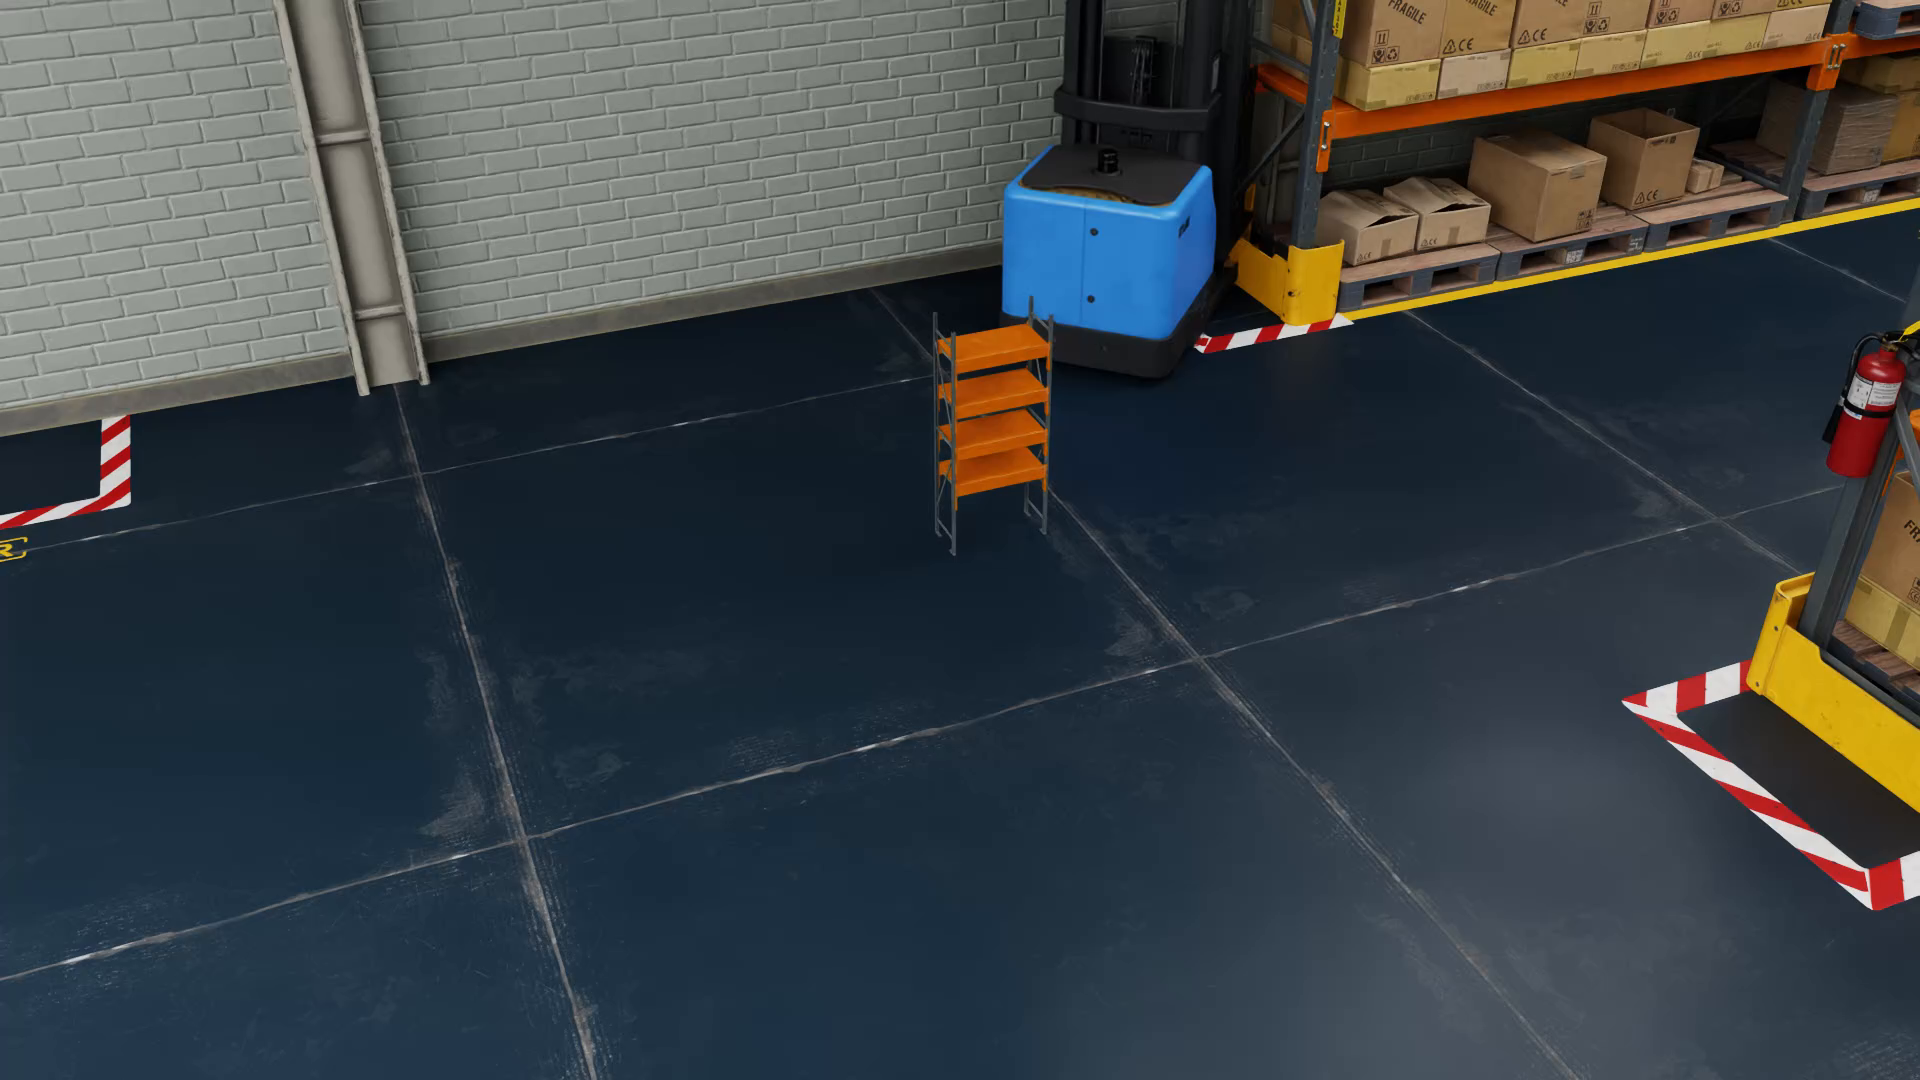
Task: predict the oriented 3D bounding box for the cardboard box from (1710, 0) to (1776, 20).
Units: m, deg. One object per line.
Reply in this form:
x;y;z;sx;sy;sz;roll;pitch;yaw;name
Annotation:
4.824;-3.625;10.502;0.500;0.500;0.500;-13;35;-19;cardboard box

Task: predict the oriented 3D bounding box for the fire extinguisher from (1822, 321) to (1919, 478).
3.542;-0.570;6.446;0.183;0.674;0.296;-13;35;-19;fire extinguisher

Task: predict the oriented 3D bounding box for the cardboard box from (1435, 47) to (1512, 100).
2.956;-2.890;10.060;0.500;0.250;0.500;-14;36;-20;cardboard box

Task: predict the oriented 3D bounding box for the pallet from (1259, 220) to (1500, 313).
2.743;-1.885;10.953;1.213;0.211;1.003;-13;35;-19;pallet

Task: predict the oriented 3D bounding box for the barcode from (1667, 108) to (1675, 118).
5.007;-3.006;11.715;0.075;0.075;0.001;-13;35;-19;barcode

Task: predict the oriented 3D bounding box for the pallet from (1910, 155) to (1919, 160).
7.442;-2.984;12.643;1.213;0.211;1.003;-13;35;-19;pallet

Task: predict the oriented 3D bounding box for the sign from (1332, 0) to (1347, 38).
2.120;-2.974;9.277;0.005;0.325;0.100;-13;35;-19;sign

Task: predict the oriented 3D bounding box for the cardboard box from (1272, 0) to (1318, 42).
2.262;-3.350;10.080;0.500;0.500;0.500;-13;35;-19;cardboard box

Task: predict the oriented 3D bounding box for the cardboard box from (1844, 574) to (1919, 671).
4.211;0.321;7.142;0.500;0.250;0.500;-13;35;-19;cardboard box

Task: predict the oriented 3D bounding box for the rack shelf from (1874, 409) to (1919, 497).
5.675;-0.514;6.950;4.000;0.370;1.077;-13;35;-19;rack shelf

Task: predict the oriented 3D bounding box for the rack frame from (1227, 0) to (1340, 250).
1.910;-2.884;9.932;0.127;3.000;1.000;-13;35;-19;rack frame

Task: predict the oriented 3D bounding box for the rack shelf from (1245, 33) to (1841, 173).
3.754;-3.005;10.777;4.000;0.370;1.077;-13;35;-19;rack shelf

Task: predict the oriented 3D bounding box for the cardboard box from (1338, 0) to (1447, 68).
2.466;-3.093;9.685;0.500;0.500;0.500;-13;35;-19;cardboard box

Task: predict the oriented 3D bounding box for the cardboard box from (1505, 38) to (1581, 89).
3.428;-2.994;10.221;0.500;0.250;0.500;-13;35;-20;cardboard box

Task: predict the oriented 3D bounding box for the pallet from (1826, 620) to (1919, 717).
4.520;0.593;7.146;1.213;0.211;1.003;-13;35;-19;pallet

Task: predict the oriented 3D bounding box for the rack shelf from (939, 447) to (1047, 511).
0.153;-0.315;8.121;0.480;0.148;0.258;-13;35;-19;rack shelf

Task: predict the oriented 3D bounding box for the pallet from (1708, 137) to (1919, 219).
6.315;-2.725;12.244;1.213;0.211;1.003;-13;35;-19;pallet

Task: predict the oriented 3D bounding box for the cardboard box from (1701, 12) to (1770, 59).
4.816;-3.320;10.722;0.500;0.250;0.500;-13;35;-19;cardboard box

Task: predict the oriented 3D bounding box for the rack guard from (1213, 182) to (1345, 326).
1.980;-1.852;10.638;0.348;0.500;1.175;-13;35;-19;rack guard

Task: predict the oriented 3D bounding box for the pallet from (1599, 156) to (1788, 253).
4.993;-2.400;11.745;1.213;0.211;1.003;-13;35;-19;pallet

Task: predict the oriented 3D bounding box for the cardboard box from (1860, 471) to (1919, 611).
4.210;0.006;6.940;0.500;0.500;0.500;-13;35;-19;cardboard box

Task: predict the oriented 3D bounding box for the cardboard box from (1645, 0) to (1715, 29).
4.355;-3.524;10.347;0.500;0.500;0.500;-14;36;-20;cardboard box

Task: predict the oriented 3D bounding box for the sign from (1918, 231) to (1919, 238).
3.634;-1.254;6.148;0.005;0.325;0.100;-13;35;-19;sign

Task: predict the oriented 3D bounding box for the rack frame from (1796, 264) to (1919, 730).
3.831;-0.394;6.105;0.127;3.000;1.000;-13;35;-19;rack frame

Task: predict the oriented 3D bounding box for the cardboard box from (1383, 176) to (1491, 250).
3.108;-2.162;10.885;0.500;0.311;0.500;-10;34;-15;cardboard box

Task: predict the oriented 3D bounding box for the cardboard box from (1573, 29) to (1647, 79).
3.895;-3.100;10.383;0.500;0.250;0.500;-13;35;-19;cardboard box

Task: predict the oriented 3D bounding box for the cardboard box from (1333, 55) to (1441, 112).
2.483;-2.773;9.880;0.500;0.250;0.500;-14;36;-20;cardboard box

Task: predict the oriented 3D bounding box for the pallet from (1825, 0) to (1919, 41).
6.359;-3.736;11.418;1.213;0.211;1.003;-13;35;-19;pallet

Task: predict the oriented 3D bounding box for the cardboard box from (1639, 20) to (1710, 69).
4.358;-3.207;10.547;0.500;0.250;0.500;-13;35;-19;cardboard box

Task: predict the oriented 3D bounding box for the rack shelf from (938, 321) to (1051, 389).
0.153;-0.867;7.762;0.480;0.148;0.258;-13;35;-19;rack shelf

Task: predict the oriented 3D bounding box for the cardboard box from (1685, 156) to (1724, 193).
5.116;-2.597;11.686;0.250;0.166;0.380;-18;37;-25;cardboard box

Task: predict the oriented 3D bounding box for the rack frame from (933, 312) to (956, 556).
-0.072;-0.486;7.897;0.015;1.200;0.240;-13;35;-19;rack frame

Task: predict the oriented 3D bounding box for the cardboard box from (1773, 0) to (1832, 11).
5.282;-3.733;10.668;0.500;0.500;0.500;-13;35;-19;cardboard box

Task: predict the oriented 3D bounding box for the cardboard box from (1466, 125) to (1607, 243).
3.804;-2.372;11.033;0.500;0.500;0.700;-15;36;-22;cardboard box

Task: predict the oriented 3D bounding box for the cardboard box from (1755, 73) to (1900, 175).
6.270;-3.029;12.043;0.500;0.500;0.700;-12;35;-17;cardboard box

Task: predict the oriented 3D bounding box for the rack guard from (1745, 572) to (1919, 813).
3.809;0.659;6.779;0.348;0.500;1.175;-13;35;-19;rack guard

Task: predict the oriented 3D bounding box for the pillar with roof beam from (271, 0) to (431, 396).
-1.645;-2.550;3.917;0.400;9.000;9.100;-13;35;-19;pillar with roof beam

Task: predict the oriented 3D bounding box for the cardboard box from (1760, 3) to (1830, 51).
5.279;-3.422;10.877;0.500;0.250;0.500;-13;35;-19;cardboard box

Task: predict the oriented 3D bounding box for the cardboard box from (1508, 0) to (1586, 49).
3.405;-3.299;10.001;0.500;0.500;0.500;-14;36;-20;cardboard box

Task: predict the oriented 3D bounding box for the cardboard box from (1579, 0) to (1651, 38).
3.876;-3.414;10.178;0.500;0.500;0.500;-12;35;-17;cardboard box

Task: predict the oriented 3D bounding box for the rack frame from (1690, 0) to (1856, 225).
5.598;-3.728;11.230;0.127;3.000;1.000;-13;35;-19;rack frame

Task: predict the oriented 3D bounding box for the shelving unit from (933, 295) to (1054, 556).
0.153;-0.538;7.976;0.503;1.200;0.258;-13;35;-19;shelving unit

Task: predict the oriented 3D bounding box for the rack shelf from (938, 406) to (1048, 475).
0.153;-0.481;8.013;0.480;0.148;0.258;-13;35;-19;rack shelf

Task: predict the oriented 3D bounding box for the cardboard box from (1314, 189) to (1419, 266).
2.583;-2.042;10.700;0.500;0.311;0.500;-17;37;-24;cardboard box

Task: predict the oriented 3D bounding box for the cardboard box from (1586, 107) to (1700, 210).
4.657;-2.626;11.424;0.500;0.500;0.500;-16;36;-22;cardboard box

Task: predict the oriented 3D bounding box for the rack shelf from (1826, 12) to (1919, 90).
7.442;-3.849;12.075;4.000;0.370;1.077;-13;35;-19;rack shelf

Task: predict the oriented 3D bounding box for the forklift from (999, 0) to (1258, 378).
1.249;-2.952;10.099;1.130;2.935;3.031;12;35;18;forklift

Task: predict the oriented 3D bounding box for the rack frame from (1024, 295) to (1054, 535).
0.378;-0.589;8.056;0.015;1.200;0.240;-13;35;-19;rack frame

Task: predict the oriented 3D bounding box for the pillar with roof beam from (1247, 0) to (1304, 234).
3.887;-3.816;5.864;0.400;9.000;9.100;-13;35;-19;pillar with roof beam

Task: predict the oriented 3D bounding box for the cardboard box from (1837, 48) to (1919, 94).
6.675;-3.438;11.984;0.500;0.250;0.500;-14;35;-20;cardboard box

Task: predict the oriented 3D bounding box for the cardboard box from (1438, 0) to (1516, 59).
2.926;-3.193;9.838;0.500;0.500;0.500;-13;35;-19;cardboard box

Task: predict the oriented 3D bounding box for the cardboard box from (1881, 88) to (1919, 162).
6.727;-3.163;12.250;0.500;0.500;0.700;-14;35;-20;cardboard box

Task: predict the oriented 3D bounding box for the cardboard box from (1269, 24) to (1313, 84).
2.266;-3.026;10.269;0.500;0.250;0.500;-12;35;-18;cardboard box

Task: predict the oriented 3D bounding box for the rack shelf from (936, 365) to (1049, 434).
0.153;-0.669;7.891;0.480;0.148;0.258;-13;35;-19;rack shelf

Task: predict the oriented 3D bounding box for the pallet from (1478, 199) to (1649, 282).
3.866;-2.140;11.346;1.213;0.211;1.003;-13;35;-19;pallet
